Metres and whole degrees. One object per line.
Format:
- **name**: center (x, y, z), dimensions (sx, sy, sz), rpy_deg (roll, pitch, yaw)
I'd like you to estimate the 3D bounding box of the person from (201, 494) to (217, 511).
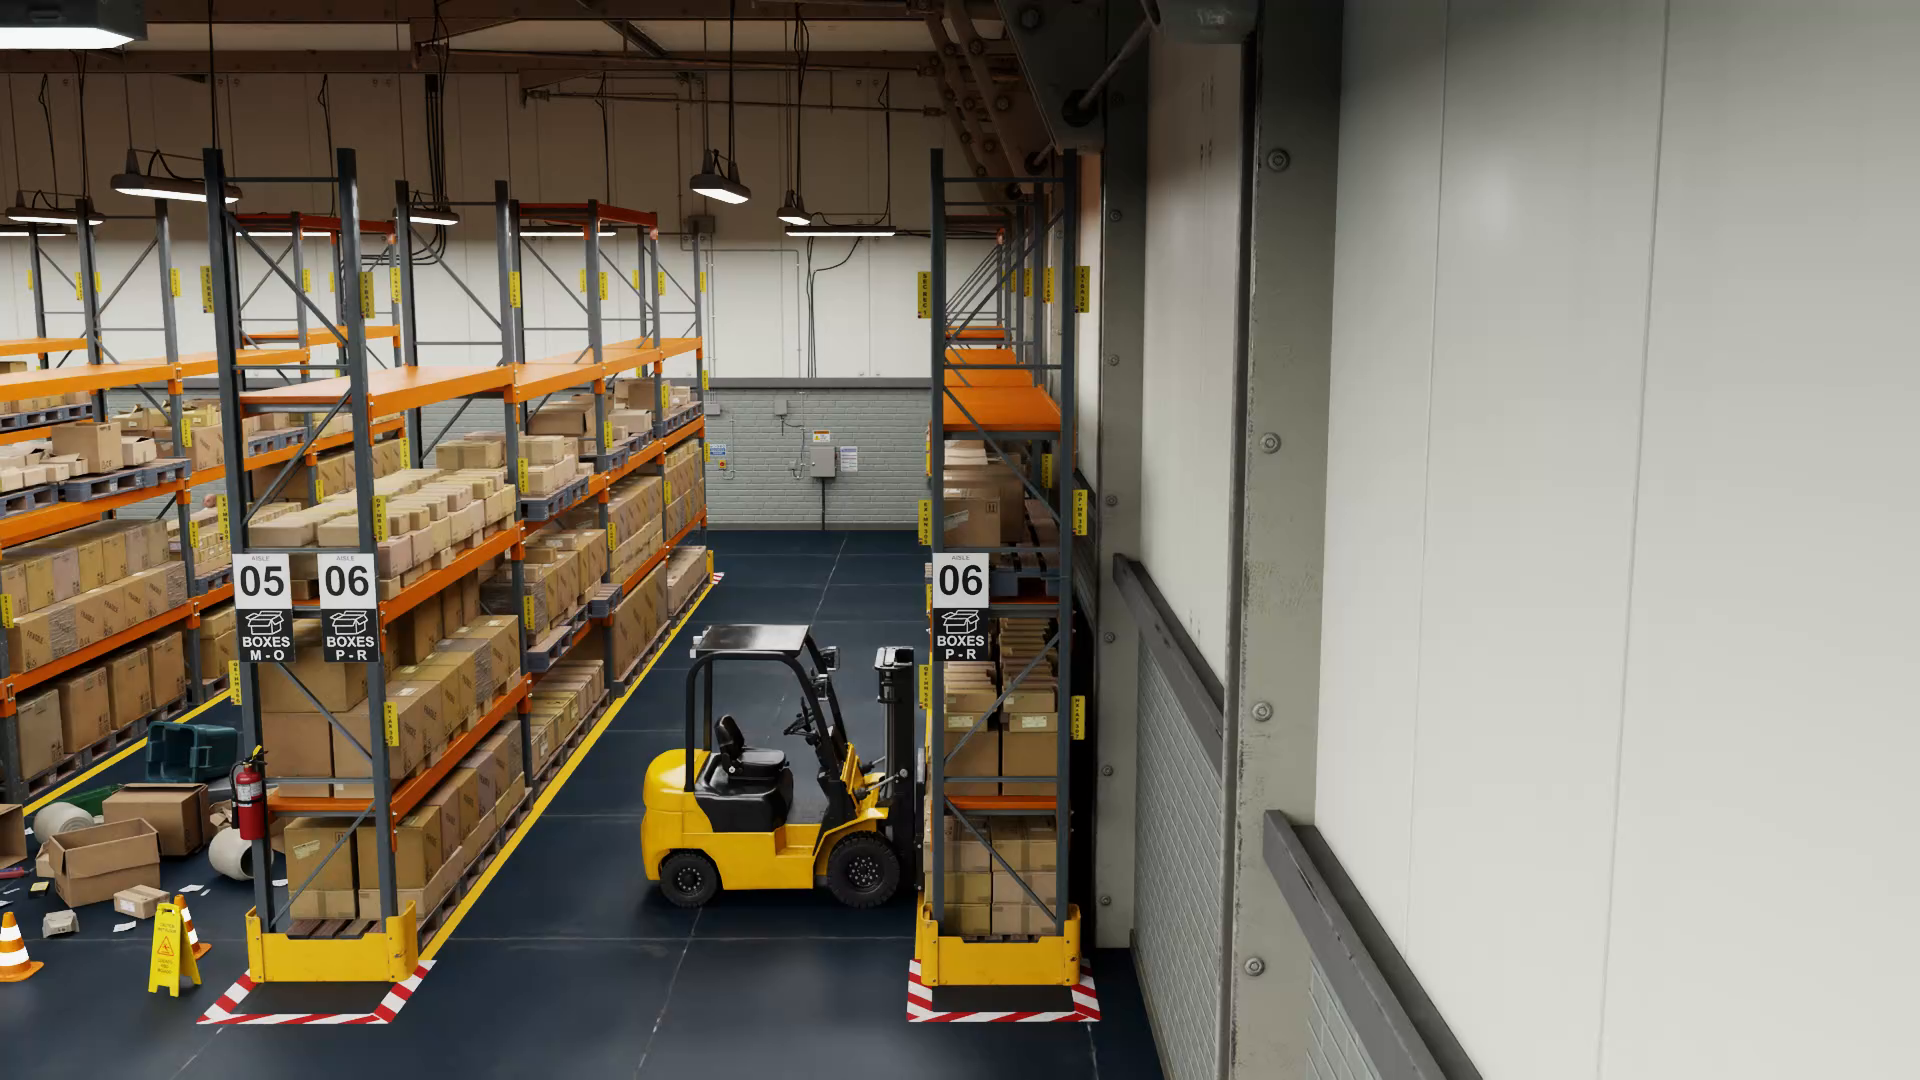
- **person**: center (-11.533, 0.148, 25.831), dimensions (0.708, 1.765, 0.950), rpy_deg (2, 9, 10)
